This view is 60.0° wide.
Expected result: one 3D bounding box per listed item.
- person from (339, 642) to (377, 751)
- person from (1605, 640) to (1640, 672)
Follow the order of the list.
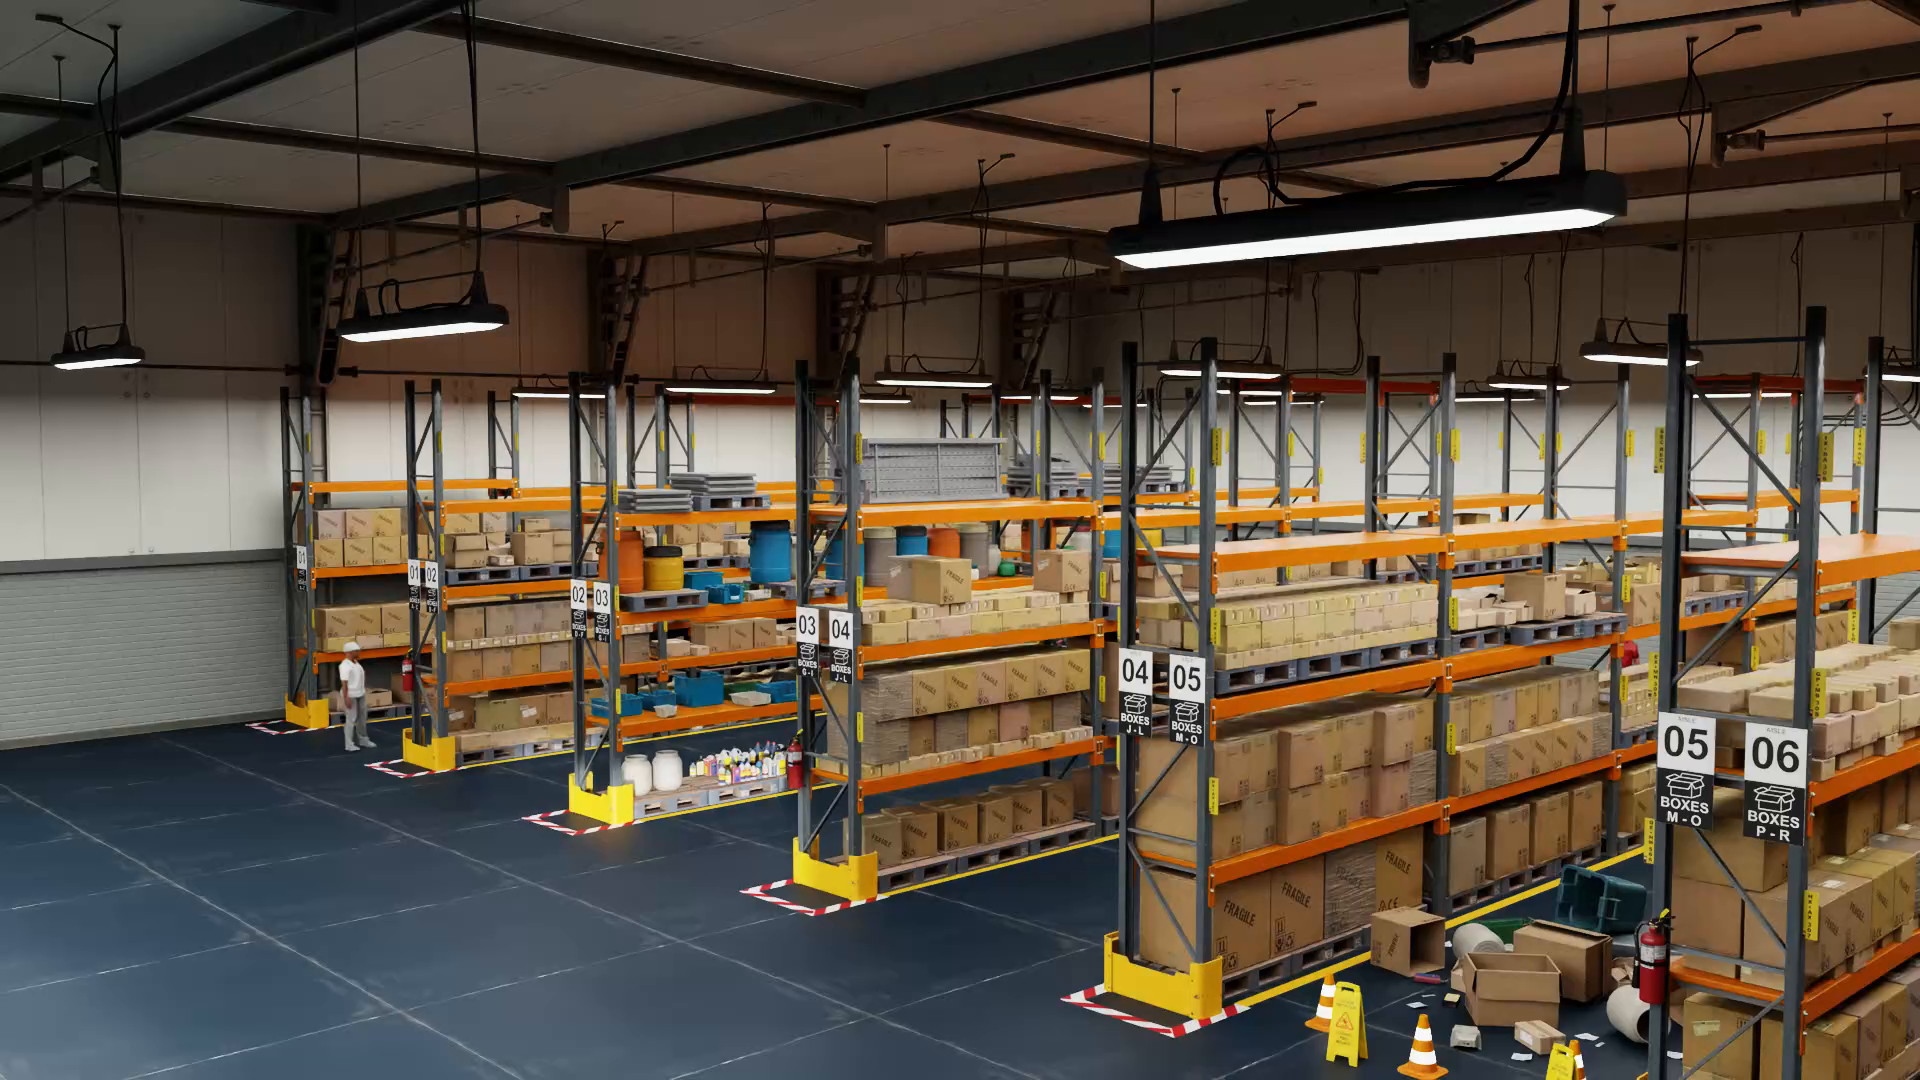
[{"bbox_3d":[-9.908,2.554,27.223,0.424,1.783,0.674,1,4,12],"label":"person"},{"bbox_3d":[11.957,2.398,29.986,0.650,1.677,0.931,2,4,30],"label":"person"}]
